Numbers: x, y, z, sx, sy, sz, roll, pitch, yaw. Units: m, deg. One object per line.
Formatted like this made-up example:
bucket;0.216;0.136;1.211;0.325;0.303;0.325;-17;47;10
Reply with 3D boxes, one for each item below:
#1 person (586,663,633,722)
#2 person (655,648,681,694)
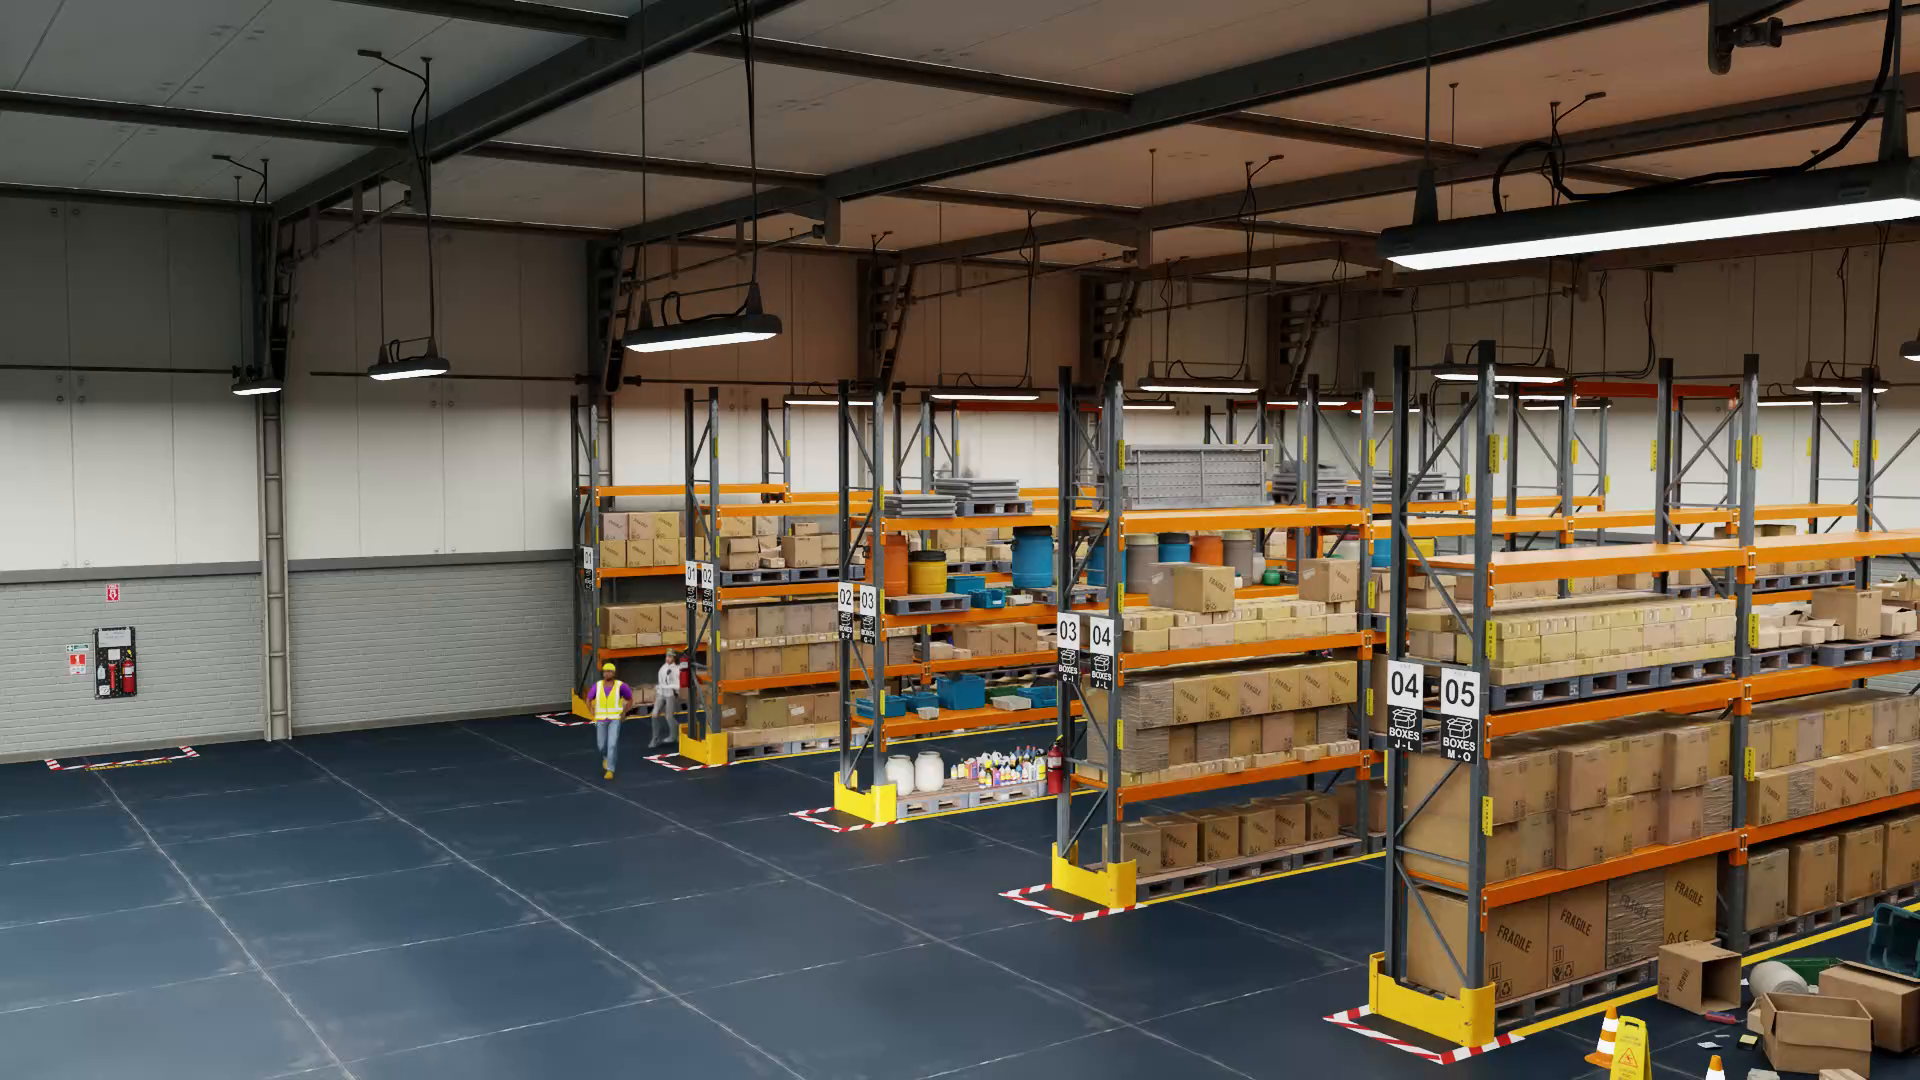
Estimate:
person;-5.399;2.340;25.482;0.720;0.895;0.450;0;3;-2
person;-4.896;2.208;27.927;0.578;0.811;0.563;2;4;29
